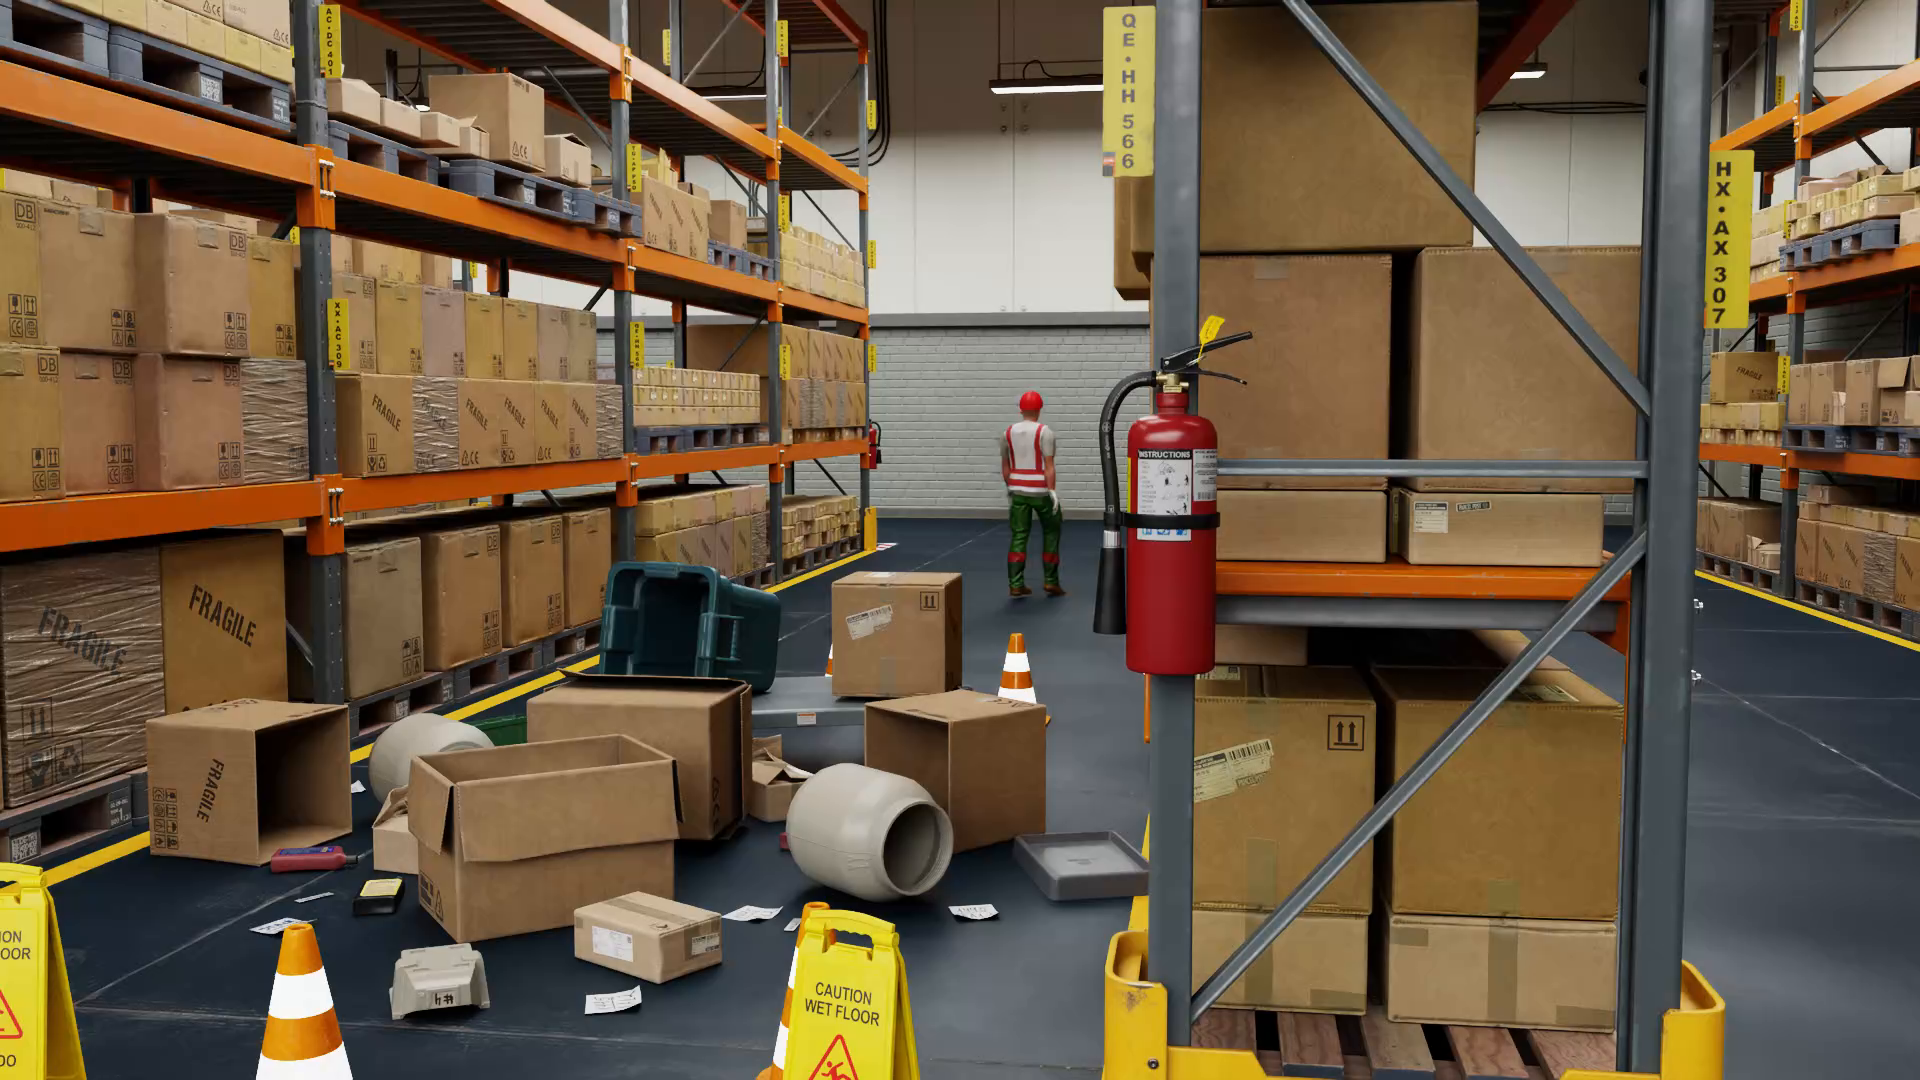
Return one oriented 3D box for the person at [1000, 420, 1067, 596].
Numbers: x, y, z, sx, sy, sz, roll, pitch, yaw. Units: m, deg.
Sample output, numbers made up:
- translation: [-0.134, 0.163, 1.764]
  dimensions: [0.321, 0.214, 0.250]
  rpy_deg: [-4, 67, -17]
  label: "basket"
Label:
- translation: [0.656, -0.256, 14.532]
  dimensions: [0.594, 1.585, 0.690]
  rpy_deg: [2, 5, 26]
  label: "person"
